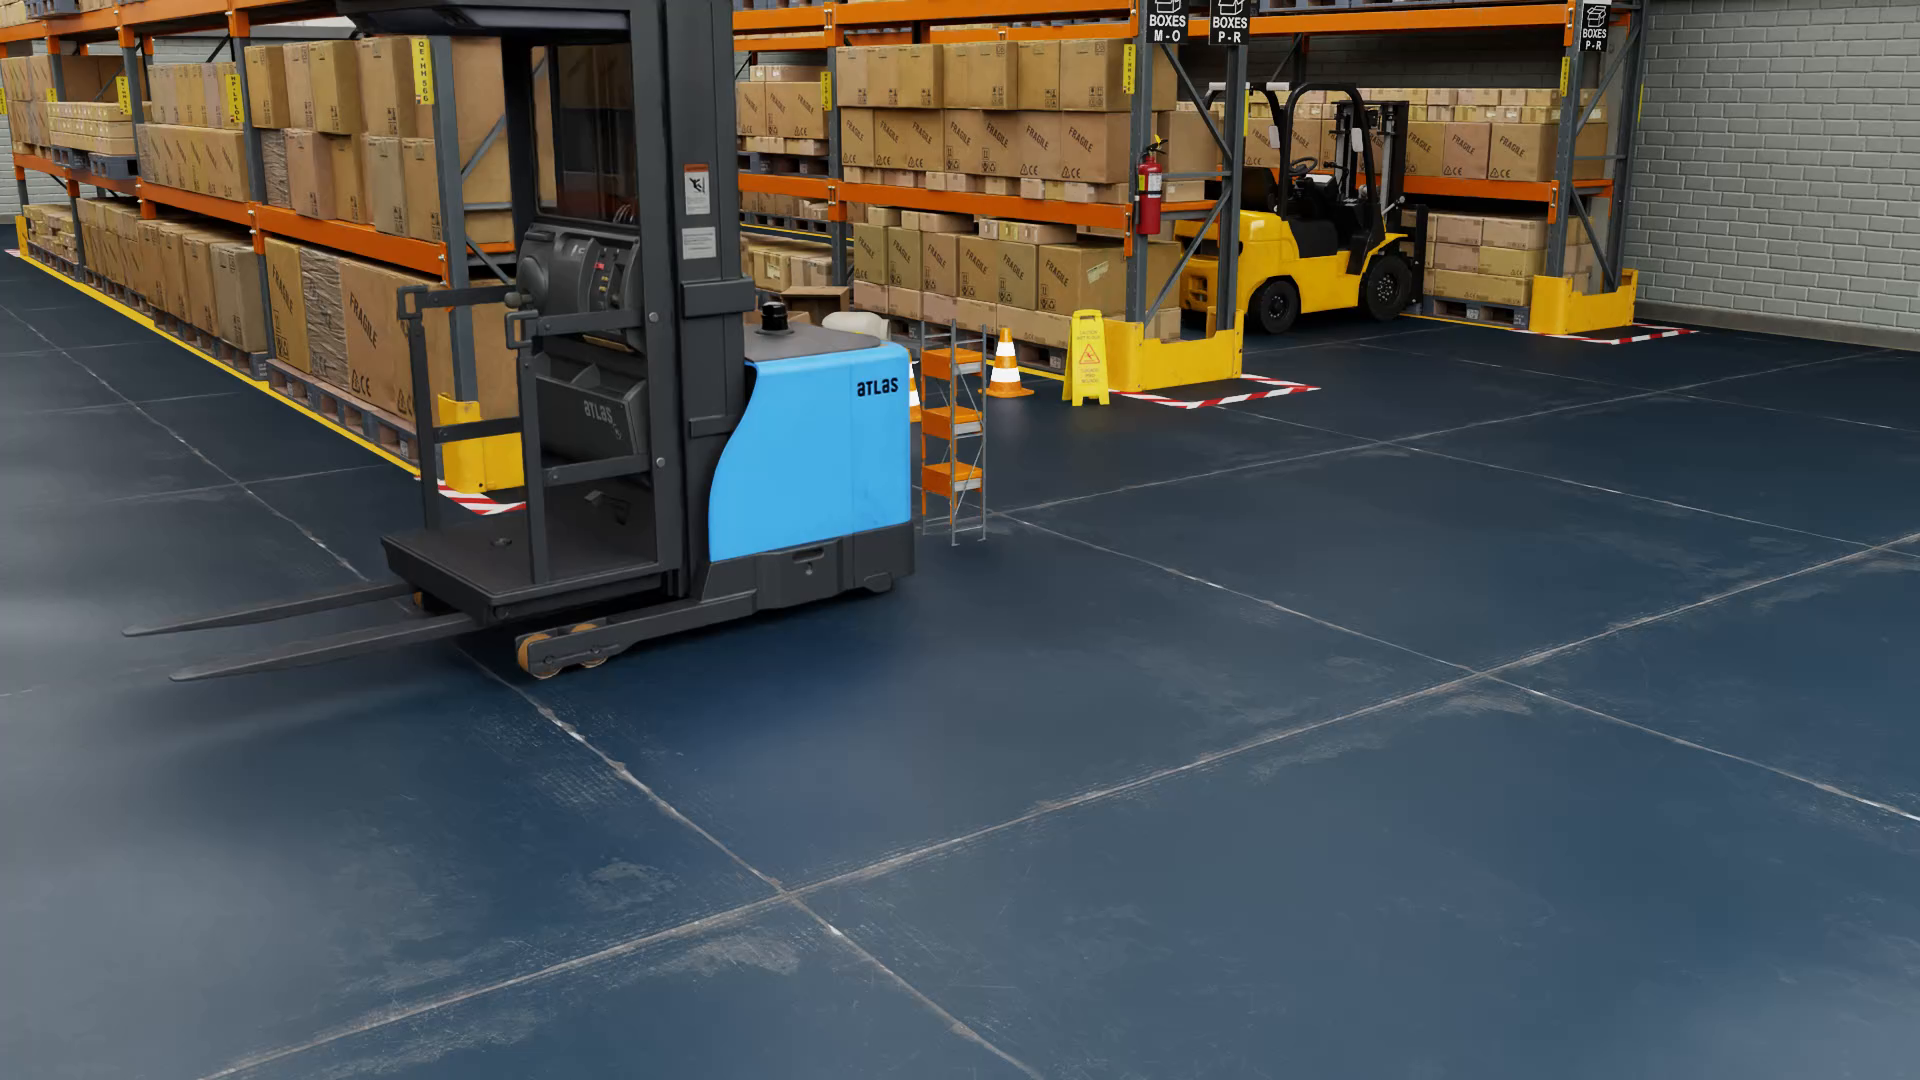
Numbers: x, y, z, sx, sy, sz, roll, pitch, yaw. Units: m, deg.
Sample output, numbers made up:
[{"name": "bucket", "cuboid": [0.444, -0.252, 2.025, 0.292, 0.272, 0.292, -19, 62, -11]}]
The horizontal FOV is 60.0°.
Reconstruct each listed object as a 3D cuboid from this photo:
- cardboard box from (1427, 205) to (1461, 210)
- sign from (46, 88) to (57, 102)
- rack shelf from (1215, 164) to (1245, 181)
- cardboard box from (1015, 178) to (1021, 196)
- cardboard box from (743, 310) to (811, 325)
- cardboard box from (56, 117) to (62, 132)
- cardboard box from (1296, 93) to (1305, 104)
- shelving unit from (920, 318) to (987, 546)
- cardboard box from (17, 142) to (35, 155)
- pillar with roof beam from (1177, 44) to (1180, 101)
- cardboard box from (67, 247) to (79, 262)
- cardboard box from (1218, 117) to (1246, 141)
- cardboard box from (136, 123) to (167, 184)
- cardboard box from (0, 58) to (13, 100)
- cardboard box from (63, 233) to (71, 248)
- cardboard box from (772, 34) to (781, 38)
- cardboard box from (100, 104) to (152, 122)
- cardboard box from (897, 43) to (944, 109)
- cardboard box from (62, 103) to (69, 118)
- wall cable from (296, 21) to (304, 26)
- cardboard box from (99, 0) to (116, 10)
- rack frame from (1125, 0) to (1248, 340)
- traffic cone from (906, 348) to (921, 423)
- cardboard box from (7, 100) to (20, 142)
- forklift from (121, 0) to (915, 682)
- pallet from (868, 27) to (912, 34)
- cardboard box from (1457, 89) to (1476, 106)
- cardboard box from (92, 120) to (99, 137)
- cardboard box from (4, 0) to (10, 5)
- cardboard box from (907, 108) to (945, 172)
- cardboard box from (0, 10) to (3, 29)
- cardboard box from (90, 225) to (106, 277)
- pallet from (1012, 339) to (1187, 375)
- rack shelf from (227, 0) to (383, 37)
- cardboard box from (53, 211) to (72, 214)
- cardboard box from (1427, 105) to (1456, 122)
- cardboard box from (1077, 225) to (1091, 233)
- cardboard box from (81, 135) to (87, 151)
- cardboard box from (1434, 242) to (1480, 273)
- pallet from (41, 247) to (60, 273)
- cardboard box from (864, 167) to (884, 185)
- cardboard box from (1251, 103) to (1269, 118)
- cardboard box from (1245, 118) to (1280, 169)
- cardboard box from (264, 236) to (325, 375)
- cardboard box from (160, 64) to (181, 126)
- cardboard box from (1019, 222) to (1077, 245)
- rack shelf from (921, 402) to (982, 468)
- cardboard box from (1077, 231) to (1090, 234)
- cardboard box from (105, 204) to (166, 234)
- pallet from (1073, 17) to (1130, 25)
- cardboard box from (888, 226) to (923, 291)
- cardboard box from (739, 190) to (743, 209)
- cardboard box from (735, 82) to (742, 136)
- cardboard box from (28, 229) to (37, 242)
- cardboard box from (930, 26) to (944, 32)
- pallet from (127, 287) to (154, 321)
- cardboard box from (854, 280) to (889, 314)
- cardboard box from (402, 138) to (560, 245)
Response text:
[{"name": "cardboard box", "cuboid": [4.632, -3.199, 16.602, 0.500, 0.250, 0.500, -11, 19, -36]}, {"name": "sign", "cuboid": [-9.808, -4.716, 17.986, 0.100, 0.325, 0.005, -11, 19, -35]}, {"name": "rack shelf", "cuboid": [2.112, -4.318, 19.532, 1.077, 0.370, 4.000, -11, 19, -35]}, {"name": "cardboard box", "cuboid": [0.649, -2.759, 12.952, 0.380, 0.149, 0.250, -11, 19, -34]}, {"name": "cardboard box", "cuboid": [-1.454, -1.390, 12.202, 0.637, 0.503, 0.797, 4, 16, 13]}, {"name": "cardboard box", "cuboid": [-9.208, -4.344, 17.382, 0.380, 0.149, 0.250, -10, 18, -33]}, {"name": "cardboard box", "cuboid": [3.619, -4.533, 16.975, 0.380, 0.149, 0.250, -11, 19, -36]}, {"name": "shelving unit", "cuboid": [-0.031, -0.518, 7.979, 0.215, 1.050, 0.252, -11, 19, -35]}, {"name": "cardboard box", "cuboid": [-11.502, -4.884, 20.714, 0.380, 0.149, 0.250, -12, 19, -36]}, {"name": "pillar with roof beam", "cuboid": [-1.051, -7.179, 17.258, 9.100, 9.000, 0.400, -11, 19, -35]}, {"name": "cardboard box", "cuboid": [-9.880, -3.243, 18.848, 0.380, 0.149, 0.250, -11, 19, -34]}, {"name": "cardboard box", "cuboid": [2.792, -4.472, 18.069, 0.500, 0.250, 0.500, -11, 19, -36]}, {"name": "cardboard box", "cuboid": [-6.976, -3.441, 14.777, 0.500, 0.500, 0.500, -11, 19, -34]}, {"name": "cardboard box", "cuboid": [-11.676, -5.776, 20.850, 0.500, 0.500, 0.500, -11, 19, -35]}, {"name": "cardboard box", "cuboid": [-9.985, -3.429, 18.965, 0.380, 0.149, 0.250, -12, 19, -37]}, {"name": "cardboard box", "cuboid": [-2.586, -7.581, 24.888, 0.380, 0.149, 0.250, -11, 19, -34]}, {"name": "cardboard box", "cuboid": [-7.681, -3.932, 15.315, 0.380, 0.149, 0.250, -12, 19, -37]}, {"name": "cardboard box", "cuboid": [-0.086, -3.789, 13.590, 0.700, 0.500, 0.500, -11, 19, -36]}, {"name": "cardboard box", "cuboid": [-8.901, -4.376, 16.934, 0.380, 0.149, 0.250, -11, 19, -35]}, {"name": "wall cable", "cuboid": [-11.353, -10.093, 27.907, 0.463, 3.000, 0.029, -11, 19, -35]}, {"name": "cardboard box", "cuboid": [-7.563, -5.108, 15.186, 0.500, 0.500, 0.500, -11, 19, -35]}, {"name": "rack frame", "cuboid": [1.626, -2.612, 11.938, 1.000, 3.000, 0.127, -11, 19, -35]}, {"name": "traffic cone", "cuboid": [-0.368, -1.035, 10.982, 0.336, 0.463, 0.334, -11, 19, -35]}, {"name": "cardboard box", "cuboid": [-11.685, -5.292, 20.976, 0.500, 0.500, 0.500, -10, 18, -32]}, {"name": "forklift", "cuboid": [-1.658, -1.054, 6.373, 3.031, 2.935, 1.130, -12, 20, -38]}, {"name": "pallet", "cuboid": [-0.477, -6.931, 22.391, 1.213, 0.211, 1.003, -11, 19, -35]}, {"name": "cardboard box", "cuboid": [4.826, -4.096, 15.378, 0.380, 0.149, 0.250, -11, 19, -34]}, {"name": "cardboard box", "cuboid": [-7.996, -3.903, 15.770, 0.380, 0.149, 0.250, -10, 18, -33]}, {"name": "cardboard box", "cuboid": [-11.083, -6.499, 19.795, 0.500, 0.250, 0.500, -11, 19, -34]}, {"name": "cardboard box", "cuboid": [-0.093, -3.308, 13.727, 0.500, 0.500, 0.500, -11, 19, -35]}, {"name": "cardboard box", "cuboid": [-11.668, -6.478, 20.664, 0.500, 0.250, 0.500, -10, 18, -33]}, {"name": "cardboard box", "cuboid": [-8.841, -3.070, 17.550, 0.500, 0.500, 0.500, -10, 18, -32]}, {"name": "pallet", "cuboid": [1.133, -1.462, 13.019, 1.003, 0.211, 1.213, -11, 19, -35]}, {"name": "rack shelf", "cuboid": [-3.494, -3.349, 10.311, 1.077, 0.370, 4.000, -11, 19, -35]}, {"name": "cardboard box", "cuboid": [-10.677, -3.872, 20.018, 0.380, 0.149, 0.250, -11, 19, -34]}, {"name": "cardboard box", "cuboid": [4.600, -3.994, 15.570, 0.380, 0.149, 0.250, -12, 19, -36]}, {"name": "cardboard box", "cuboid": [1.682, -3.875, 20.256, 0.875, 0.625, 0.625, -10, 18, -33]}, {"name": "cardboard box", "cuboid": [-8.434, -3.921, 16.399, 0.380, 0.149, 0.250, -10, 18, -33]}, {"name": "cardboard box", "cuboid": [4.814, -2.665, 15.597, 0.500, 0.250, 0.500, -11, 19, -35]}, {"name": "pallet", "cuboid": [-10.519, -3.438, 20.239, 1.003, 0.211, 1.213, -11, 19, -35]}, {"name": "cardboard box", "cuboid": [-0.609, -3.182, 14.497, 0.380, 0.149, 0.250, -10, 18, -33]}, {"name": "cardboard box", "cuboid": [3.262, -4.490, 17.380, 0.380, 0.149, 0.250, -11, 19, -35]}, {"name": "cardboard box", "cuboid": [3.337, -4.151, 17.369, 0.500, 0.500, 0.500, -12, 19, -36]}, {"name": "cardboard box", "cuboid": [-4.357, -1.709, 11.867, 0.875, 0.875, 0.875, -11, 19, -34]}, {"name": "cardboard box", "cuboid": [-6.467, -3.856, 14.399, 0.700, 0.500, 0.500, -11, 19, -35]}, {"name": "cardboard box", "cuboid": [0.674, -2.362, 12.786, 0.380, 0.149, 0.250, -10, 18, -33]}, {"name": "rack shelf", "cuboid": [-0.031, -0.508, 7.982, 0.215, 0.259, 0.240, -11, 19, -35]}, {"name": "cardboard box", "cuboid": [0.762, -2.290, 13.752, 0.500, 0.500, 0.500, -10, 18, -33]}, {"name": "cardboard box", "cuboid": [-8.228, -3.212, 16.647, 0.500, 0.250, 0.500, -10, 18, -33]}, {"name": "pallet", "cuboid": [2.067, -6.078, 19.277, 1.003, 0.211, 1.213, -10, 18, -32]}, {"name": "cardboard box", "cuboid": [-0.273, -2.424, 14.243, 0.500, 0.500, 0.500, -10, 18, -32]}, {"name": "cardboard box", "cuboid": [-3.485, -5.653, 26.982, 0.797, 0.503, 0.637, -12, 19, -37]}, {"name": "cardboard box", "cuboid": [-2.082, -4.252, 16.382, 0.500, 0.500, 0.500, -12, 19, -37]}, {"name": "cardboard box", "cuboid": [-11.677, -3.905, 21.266, 0.380, 0.149, 0.250, -10, 18, -33]}, {"name": "cardboard box", "cuboid": [-0.153, -6.752, 21.666, 0.500, 0.250, 0.500, -11, 19, -35]}, {"name": "pallet", "cuboid": [-7.480, -2.353, 16.272, 1.003, 0.211, 1.213, -11, 19, -35]}, {"name": "cardboard box", "cuboid": [-0.597, -2.175, 14.753, 0.500, 0.250, 0.500, -12, 19, -37]}, {"name": "cardboard box", "cuboid": [-2.573, -1.967, 9.296, 0.875, 0.550, 0.550, -11, 19, -35]}]
